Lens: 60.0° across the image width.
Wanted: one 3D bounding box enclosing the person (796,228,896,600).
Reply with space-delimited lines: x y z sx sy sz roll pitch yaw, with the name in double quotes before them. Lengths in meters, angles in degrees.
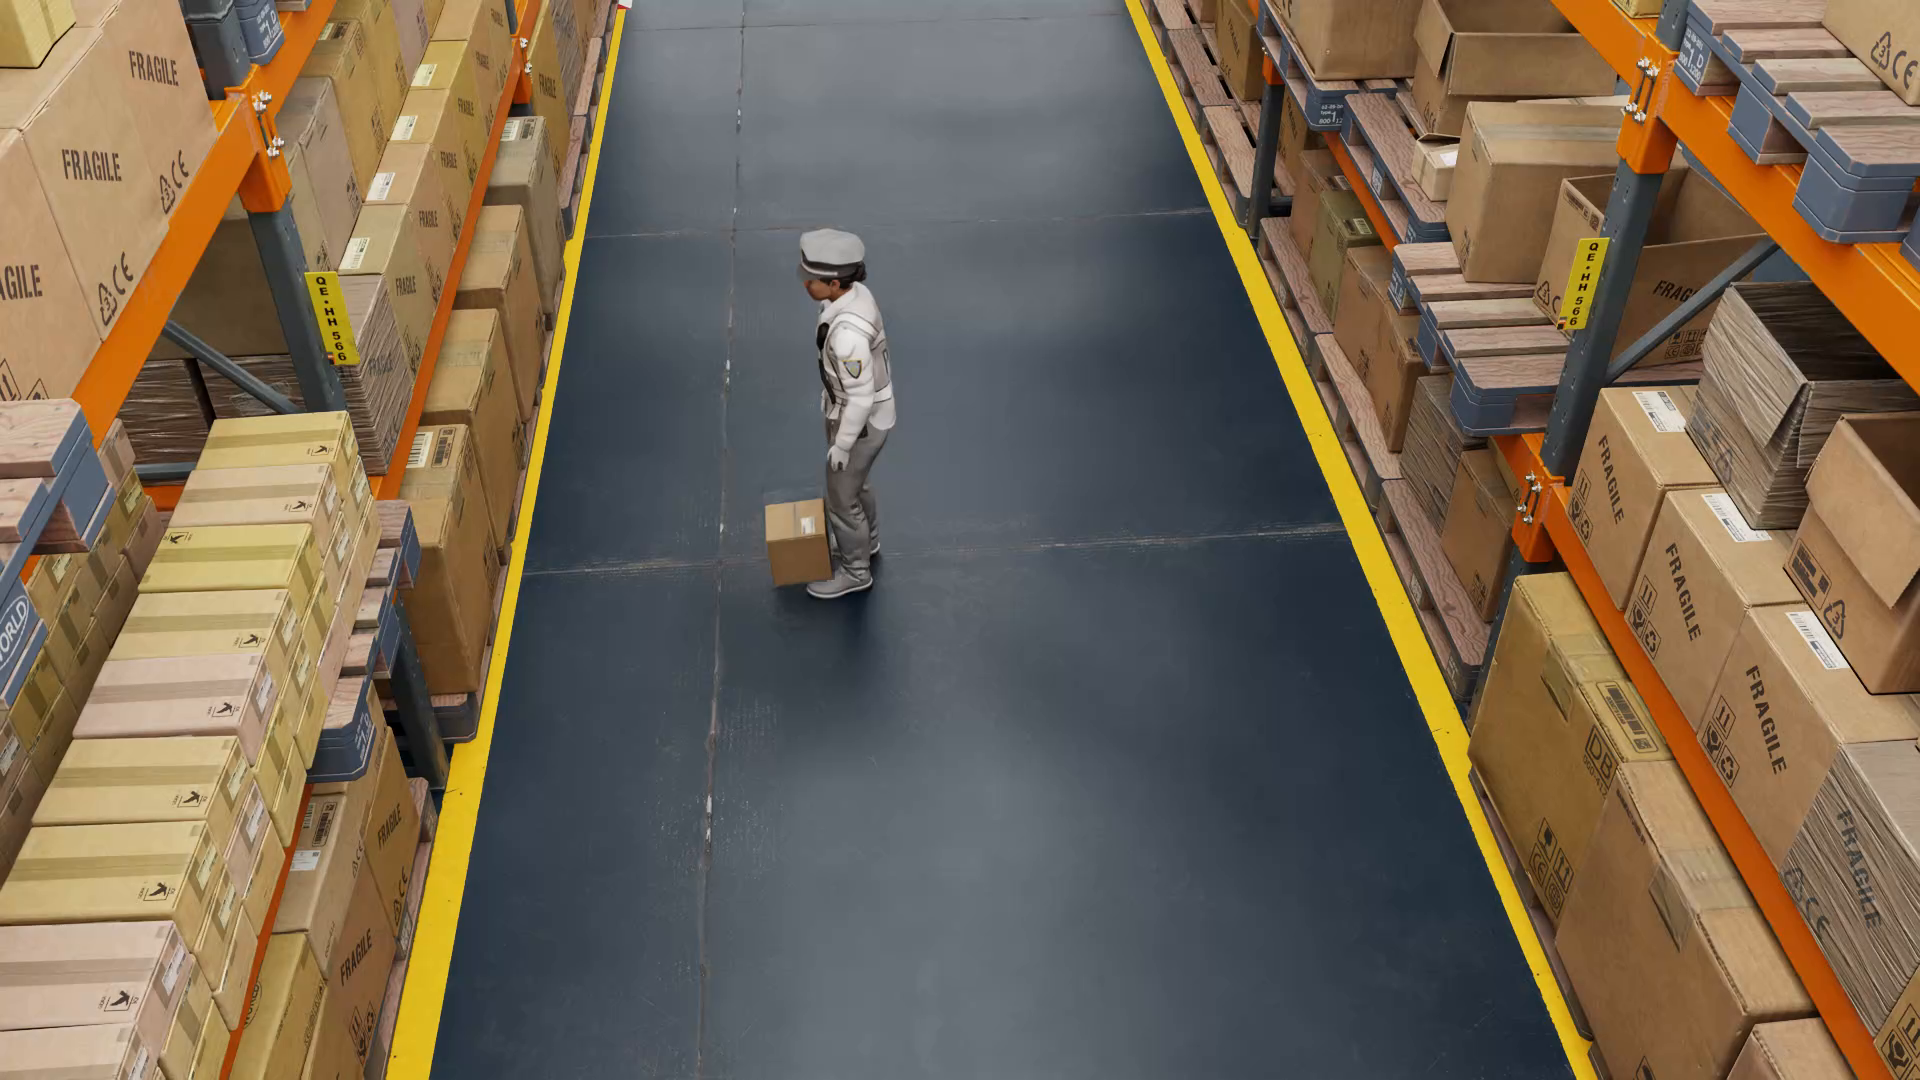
"person" -0.468 -0.490 6.749 0.412 1.665 0.513 -4 40 -5
